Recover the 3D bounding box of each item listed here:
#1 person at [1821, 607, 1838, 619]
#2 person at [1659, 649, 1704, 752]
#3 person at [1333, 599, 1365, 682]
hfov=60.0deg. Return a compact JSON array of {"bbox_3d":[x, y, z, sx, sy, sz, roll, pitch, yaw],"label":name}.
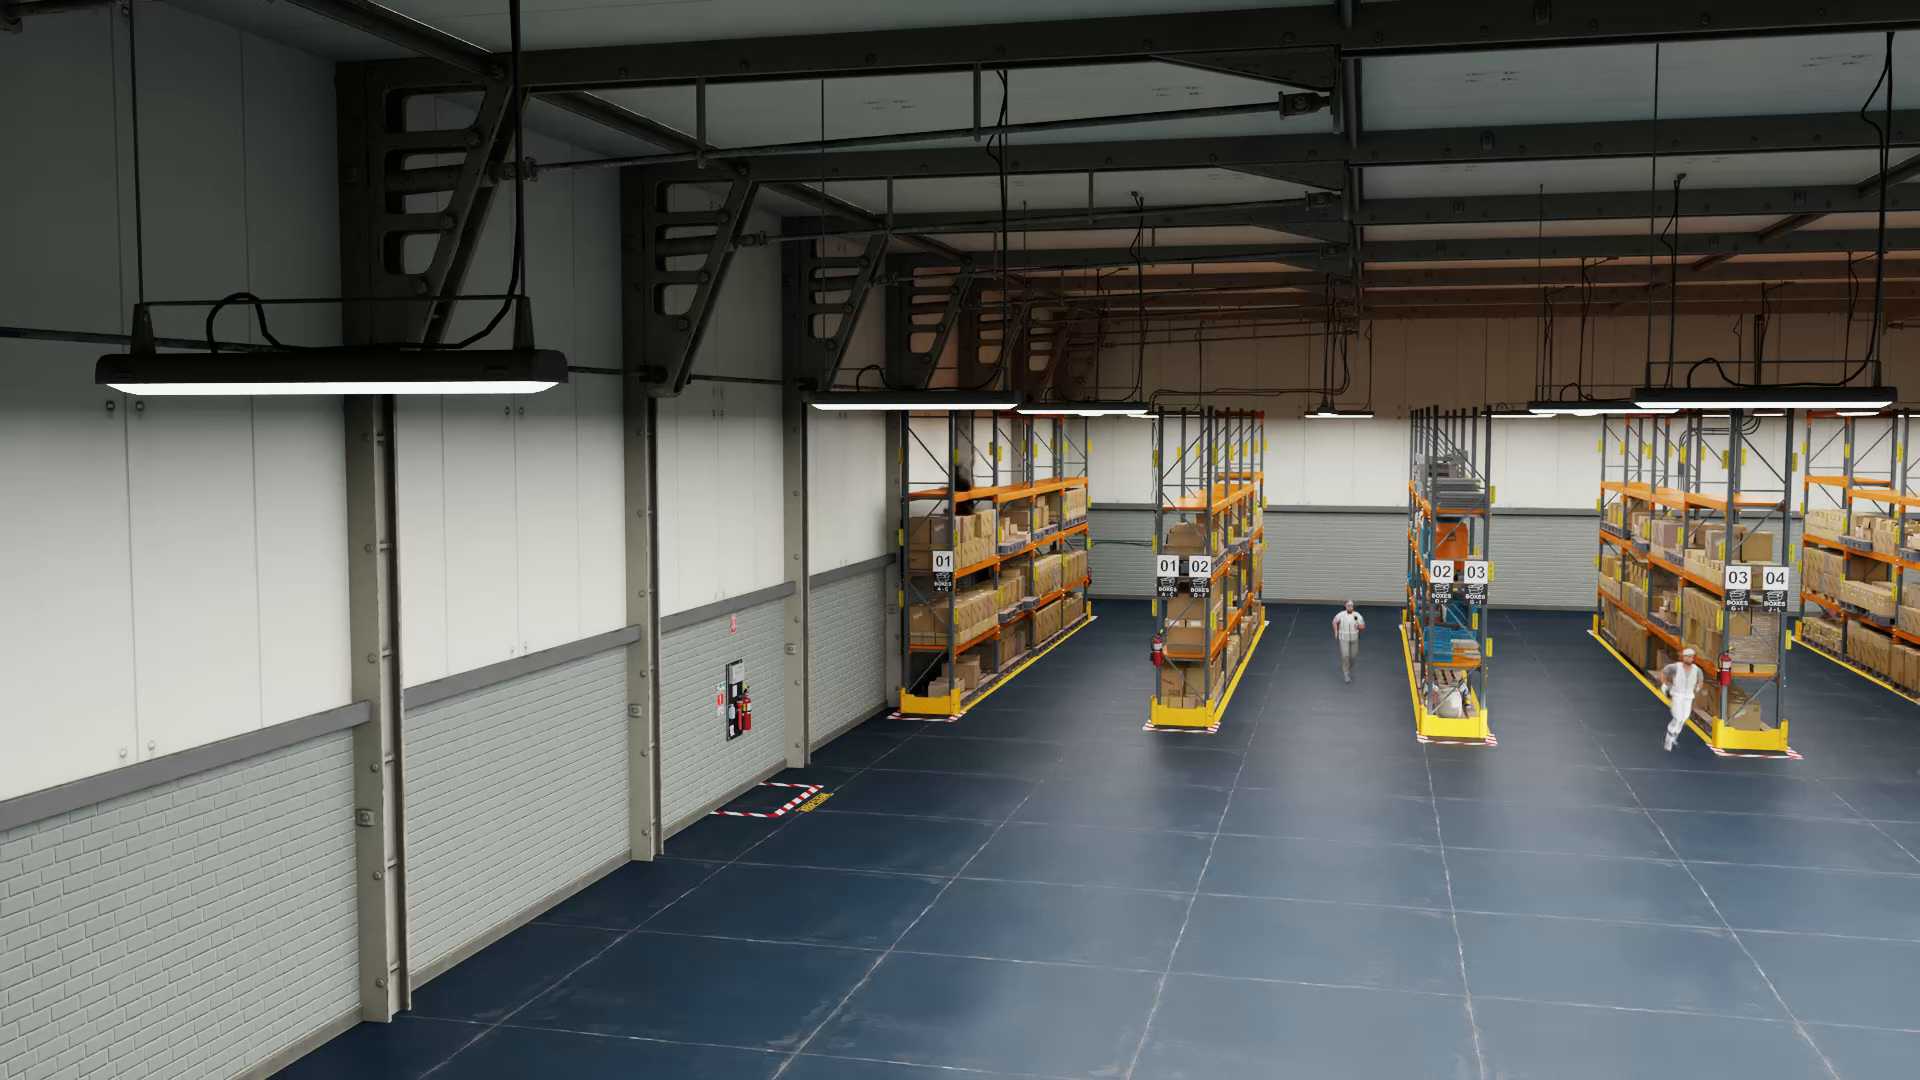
[{"bbox_3d":[23.322,1.732,44.383,0.529,1.613,0.585,0,4,5],"label":"person"},{"bbox_3d":[12.558,2.771,28.918,0.689,1.797,0.774,0,4,1],"label":"person"},{"bbox_3d":[8.584,2.184,36.662,0.662,1.768,0.953,0,4,3],"label":"person"}]
